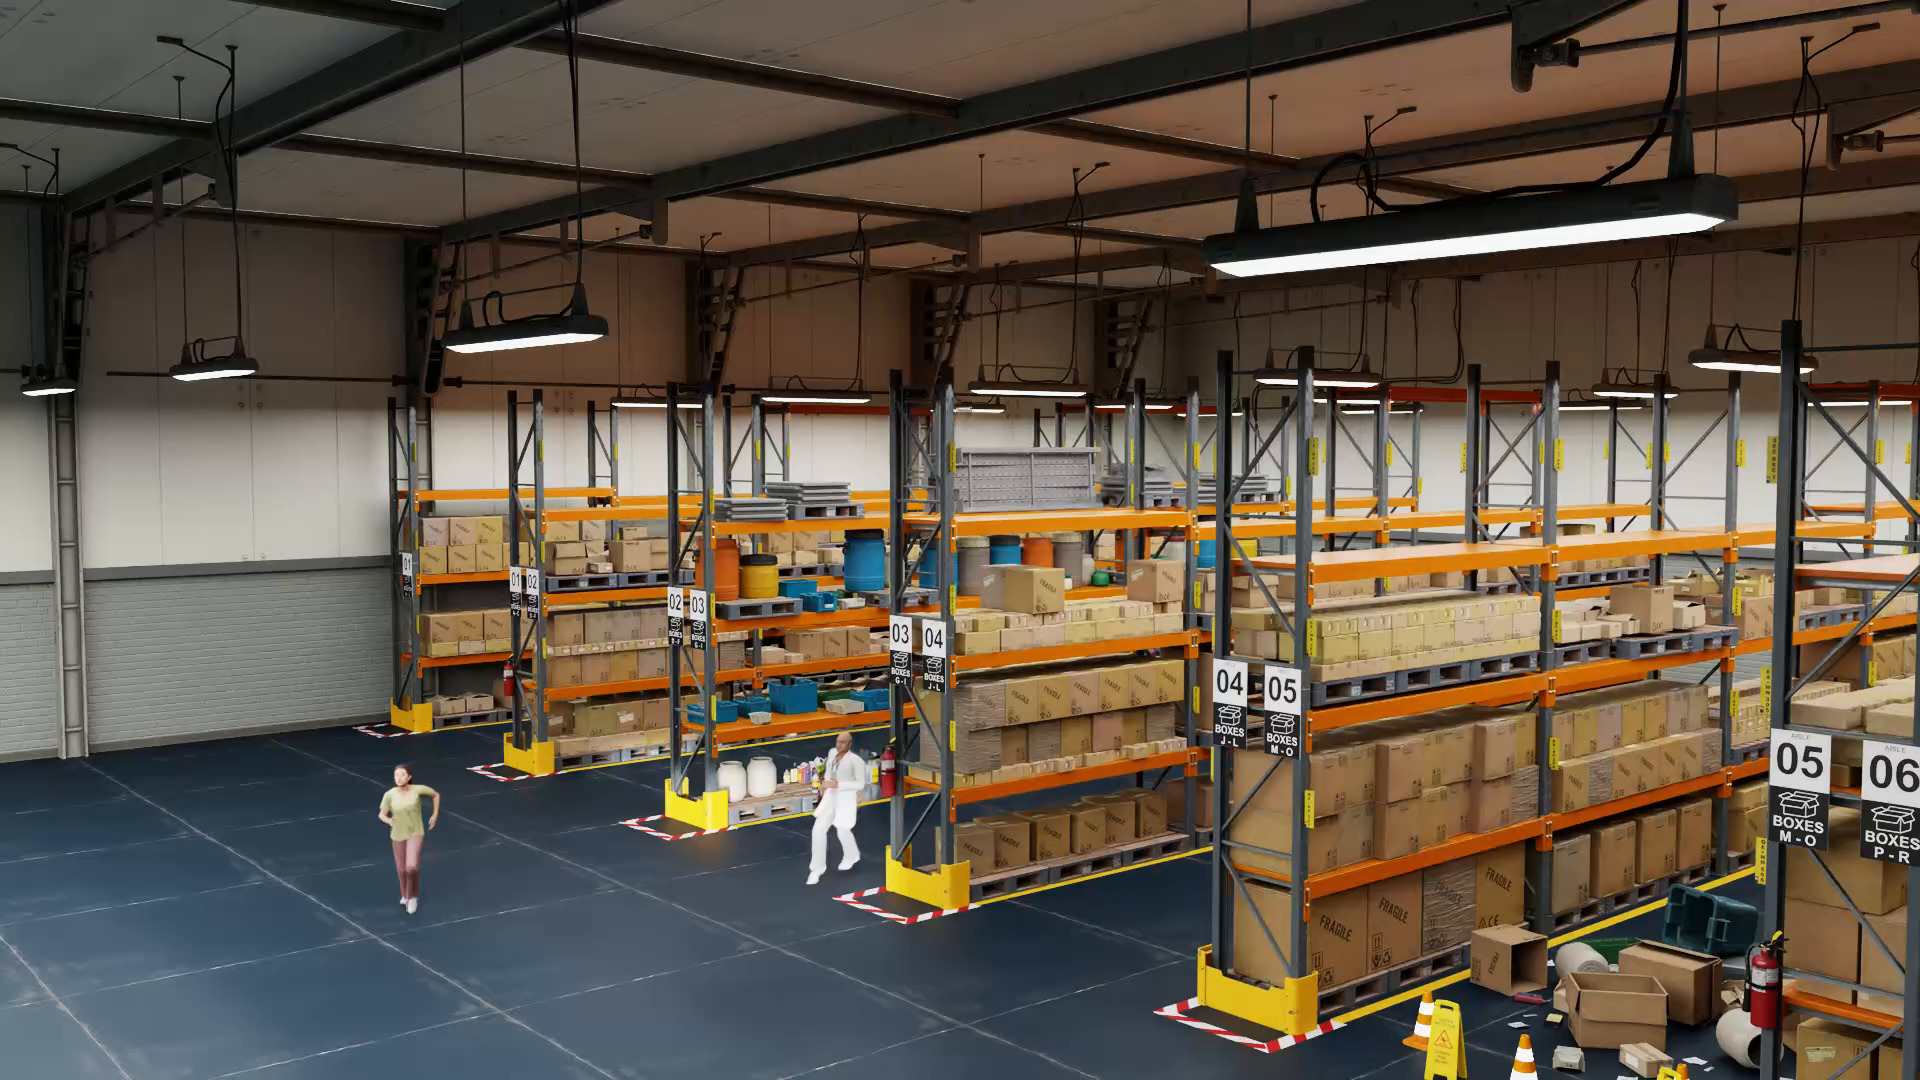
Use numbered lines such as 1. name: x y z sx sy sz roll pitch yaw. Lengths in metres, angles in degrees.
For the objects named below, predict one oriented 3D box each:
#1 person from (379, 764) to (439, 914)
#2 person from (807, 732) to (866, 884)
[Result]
1. person: -6.042 3.259 18.228 0.585 1.636 0.817 0 3 -5
2. person: -1.363 3.167 19.687 0.718 1.852 0.866 2 4 30
